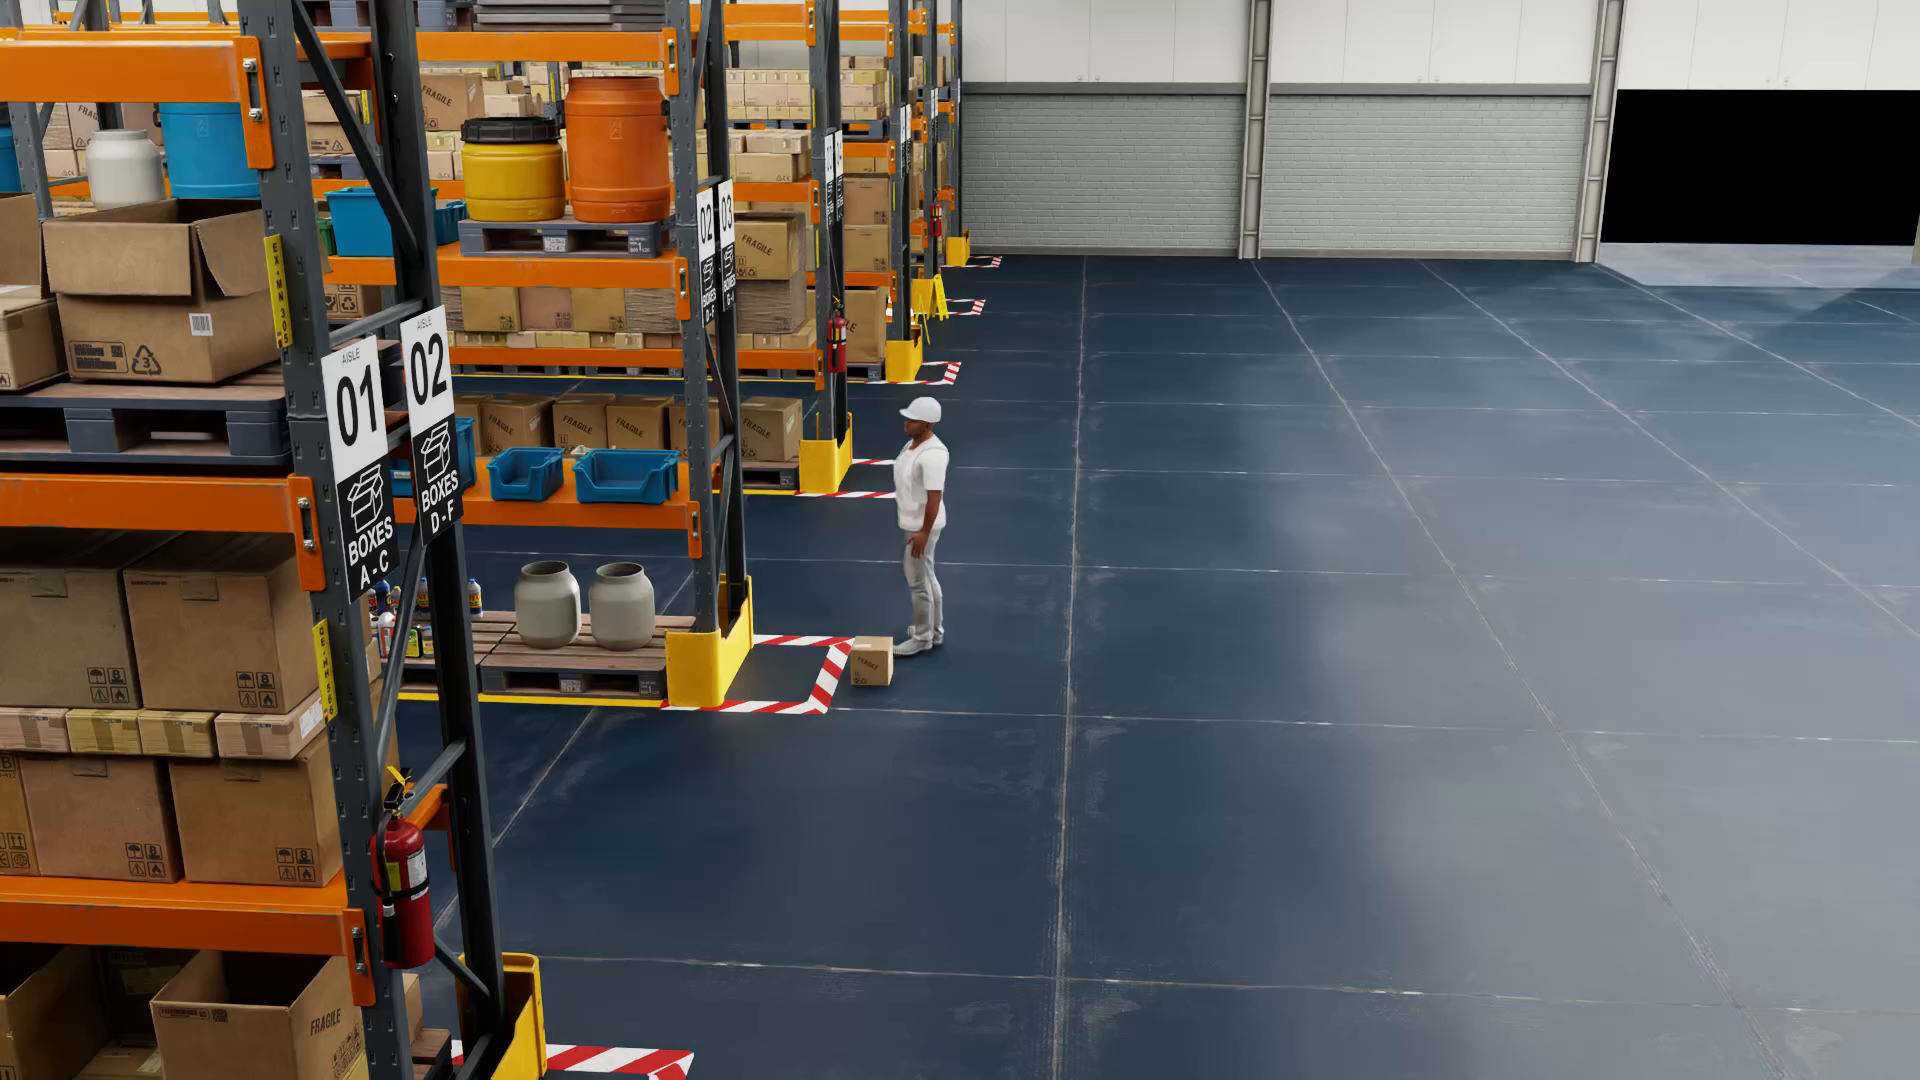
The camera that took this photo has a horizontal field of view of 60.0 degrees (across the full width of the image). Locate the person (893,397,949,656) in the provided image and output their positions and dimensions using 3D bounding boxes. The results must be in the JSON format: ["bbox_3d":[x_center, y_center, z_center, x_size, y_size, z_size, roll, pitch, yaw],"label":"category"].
[{"bbox_3d":[-0.298,-0.110,11.291,0.404,1.769,0.585,-3,18,-11],"label":"person"}]
